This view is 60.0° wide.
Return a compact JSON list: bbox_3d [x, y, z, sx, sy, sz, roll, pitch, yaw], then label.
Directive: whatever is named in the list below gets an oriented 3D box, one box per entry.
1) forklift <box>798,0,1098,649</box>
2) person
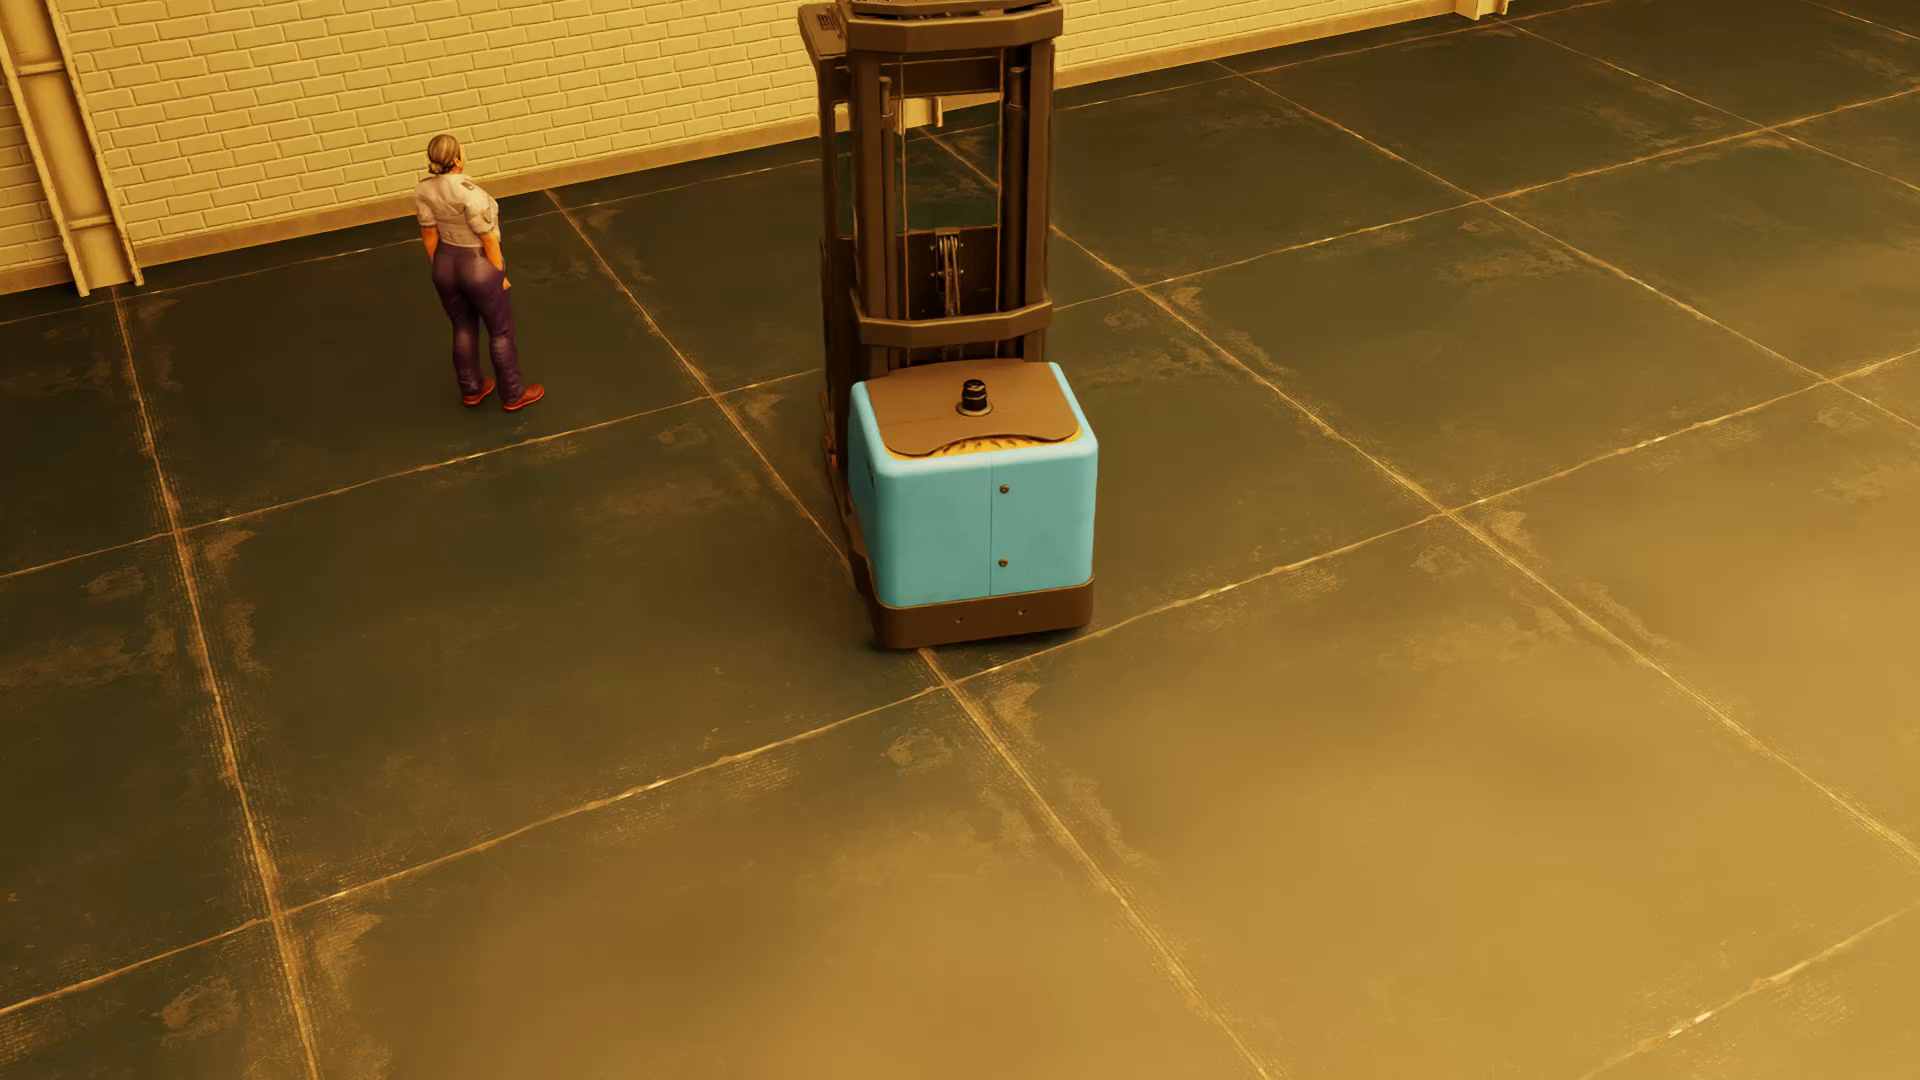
[{"bbox_3d":[-0.160,-1.530,8.287,1.130,2.935,3.031,-7,36,-9],"label":"forklift"},{"bbox_3d":[-2.739,-1.500,9.363,0.485,1.651,0.369,11,37,15],"label":"person"}]
